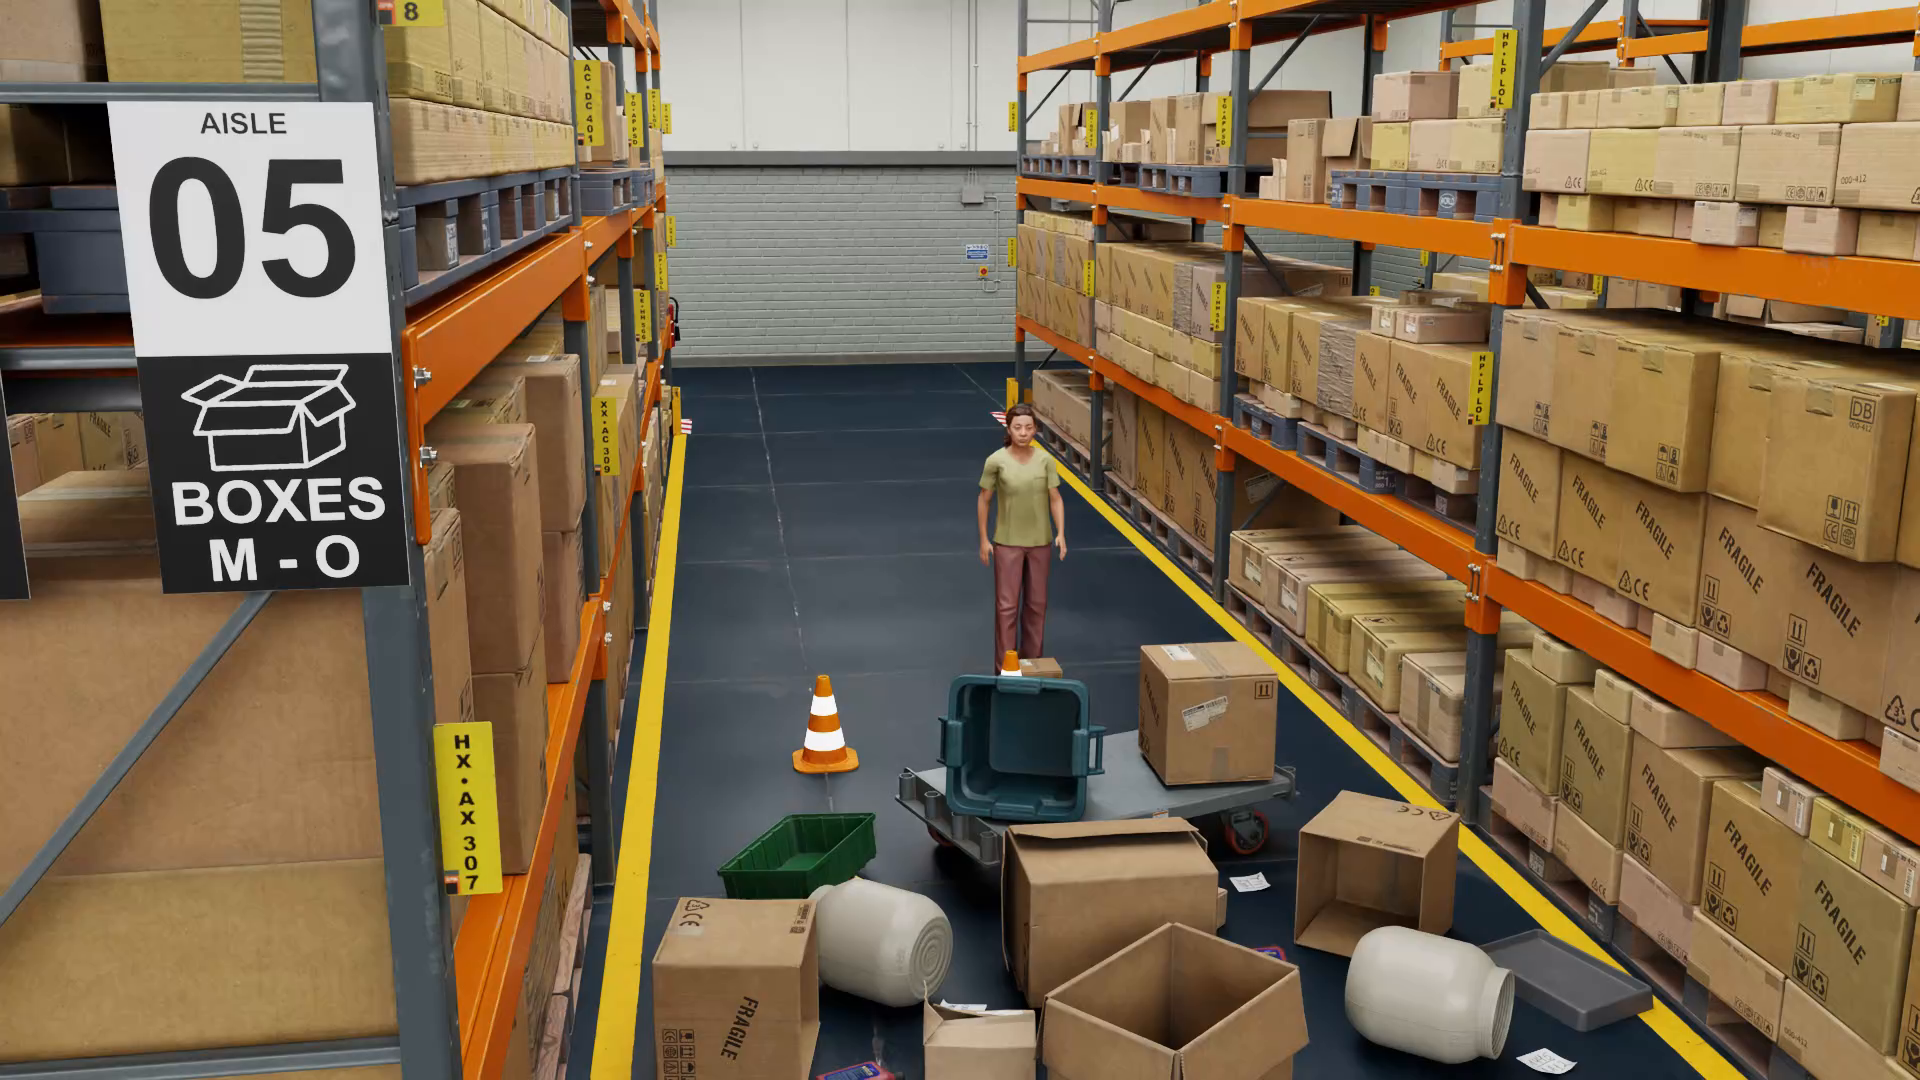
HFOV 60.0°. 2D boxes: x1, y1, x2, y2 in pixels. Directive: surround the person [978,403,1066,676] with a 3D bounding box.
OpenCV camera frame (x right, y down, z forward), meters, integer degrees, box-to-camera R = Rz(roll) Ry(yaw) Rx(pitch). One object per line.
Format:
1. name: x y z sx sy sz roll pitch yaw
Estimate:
1. person: 0.382 0.052 9.774 0.497 1.691 0.539 -3 14 -14
